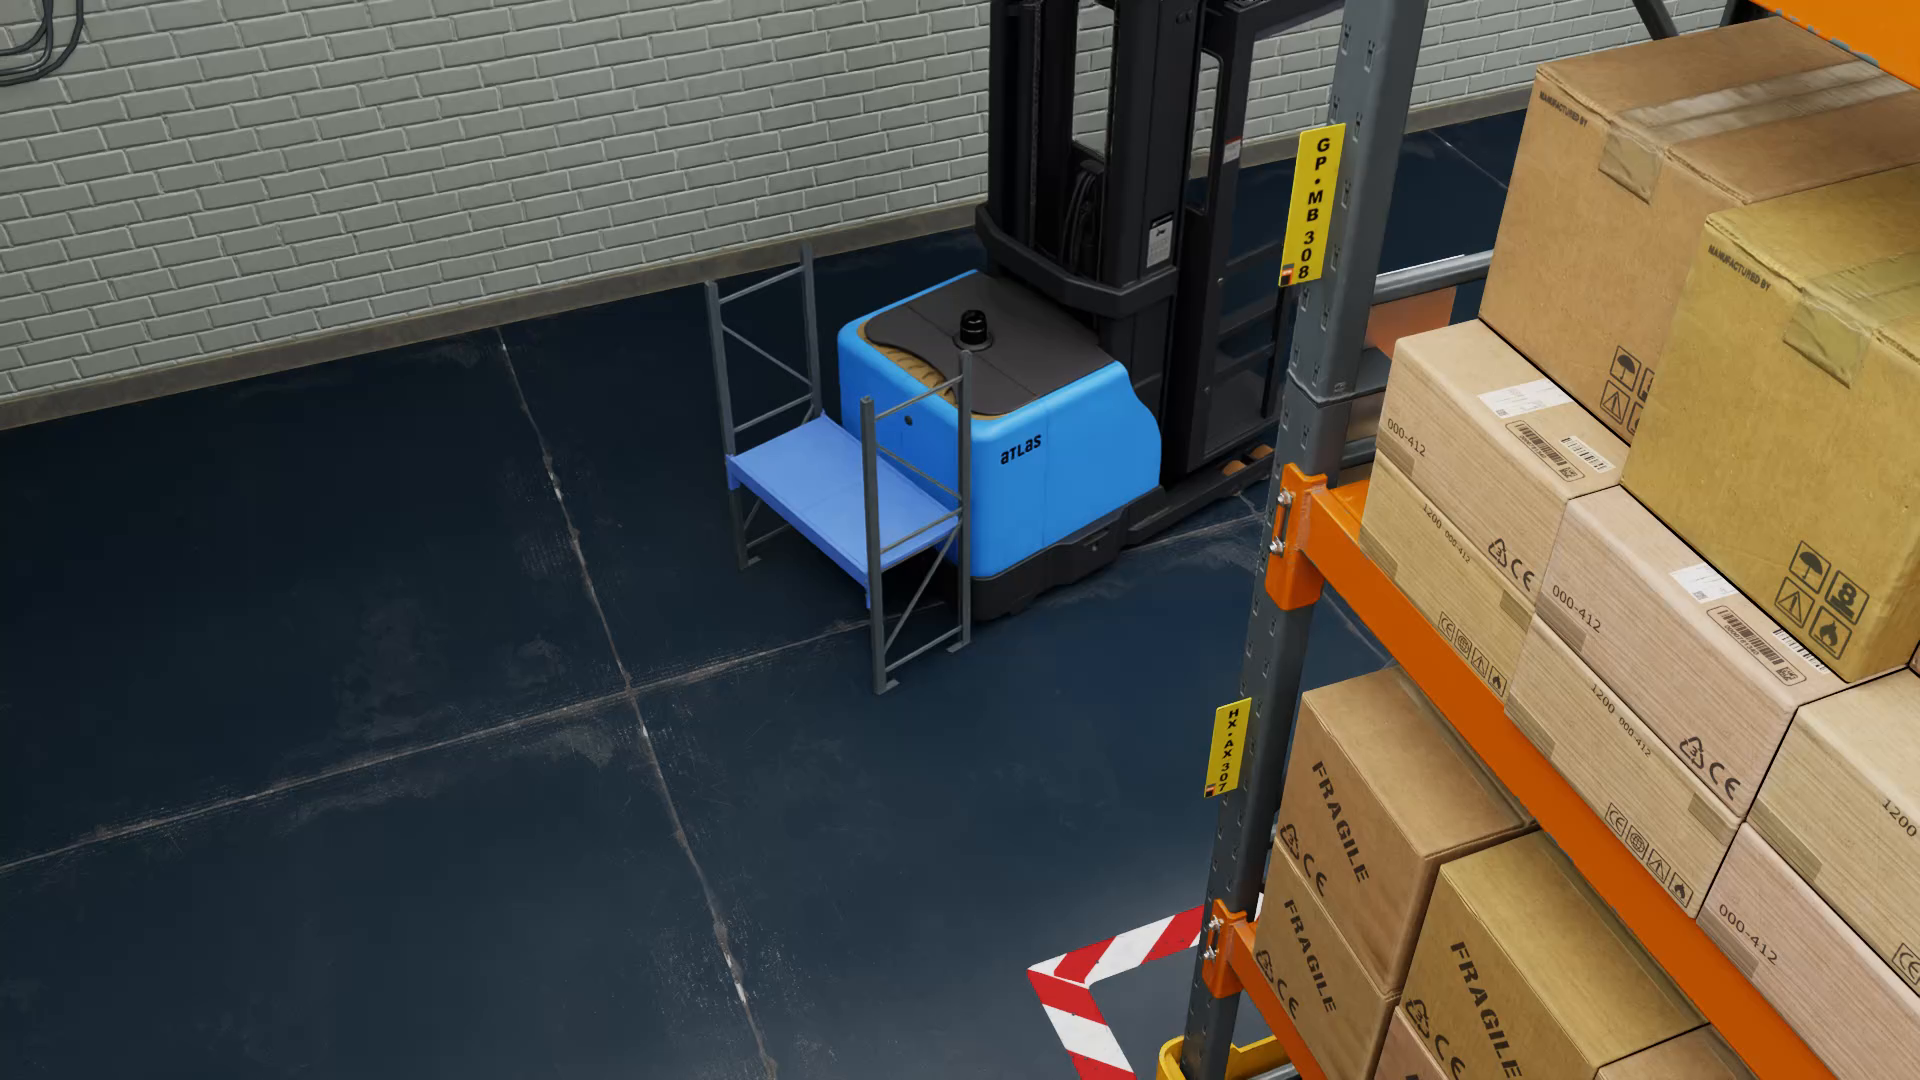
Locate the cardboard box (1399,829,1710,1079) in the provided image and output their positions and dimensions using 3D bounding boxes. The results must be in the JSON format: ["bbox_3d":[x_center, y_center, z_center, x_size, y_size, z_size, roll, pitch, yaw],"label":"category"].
[{"bbox_3d":[1.297,0.937,3.435,0.500,0.500,0.500,-15,43,-16],"label":"cardboard box"}]

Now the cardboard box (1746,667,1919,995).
[{"bbox_3d":[1.502,0.415,2.316,0.500,0.250,0.500,-15,43,-17],"label":"cardboard box"}]

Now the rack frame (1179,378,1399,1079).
[{"bbox_3d":[1.164,0.708,4.545,1.000,3.000,0.127,-15,43,-17],"label":"rack frame"}]

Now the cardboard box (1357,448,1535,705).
[{"bbox_3d":[1.126,0.001,3.182,0.500,0.250,0.500,-15,43,-17],"label":"cardboard box"}]

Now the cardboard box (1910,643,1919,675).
[{"bbox_3d":[1.779,0.056,2.159,0.700,0.500,0.500,-15,43,-17],"label":"cardboard box"}]

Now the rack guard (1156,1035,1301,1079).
[{"bbox_3d":[1.193,1.702,5.306,1.175,0.500,0.348,-15,43,-17],"label":"rack guard"}]

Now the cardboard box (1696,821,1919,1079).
[{"bbox_3d":[1.498,0.606,2.478,0.500,0.250,0.500,-15,43,-17],"label":"cardboard box"}]

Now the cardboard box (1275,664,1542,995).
[{"bbox_3d":[1.090,0.624,3.799,0.500,0.500,0.500,-14,43,-16],"label":"cardboard box"}]

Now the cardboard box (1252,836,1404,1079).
[{"bbox_3d":[1.090,1.003,4.125,0.500,0.500,0.500,-14,43,-16],"label":"cardboard box"}]

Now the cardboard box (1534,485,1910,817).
[{"bbox_3d":[1.305,0.115,2.665,0.500,0.250,0.500,-15,43,-17],"label":"cardboard box"}]

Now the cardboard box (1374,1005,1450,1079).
[{"bbox_3d":[1.292,1.313,3.765,0.500,0.500,0.500,-16,43,-17],"label":"cardboard box"}]

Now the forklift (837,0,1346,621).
[{"bbox_3d":[0.923,-1.565,7.240,3.031,2.935,1.130,-28,48,-28],"label":"forklift"}]

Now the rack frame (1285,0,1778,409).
[{"bbox_3d":[1.164,-1.567,2.589,1.000,3.000,0.127,-15,43,-17],"label":"rack frame"}]

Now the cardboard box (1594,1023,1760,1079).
[{"bbox_3d":[1.484,1.240,3.083,0.500,0.500,0.500,-15,43,-16],"label":"cardboard box"}]

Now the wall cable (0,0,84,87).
[{"bbox_3d":[-5.245,-2.647,6.227,3.097,2.526,0.112,-15,43,-17],"label":"wall cable"}]

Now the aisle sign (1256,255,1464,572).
[{"bbox_3d":[0.867,-0.245,3.660,0.394,0.787,0.004,-15,43,-17],"label":"aisle sign"}]

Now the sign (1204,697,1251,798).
[{"bbox_3d":[0.663,0.515,4.105,0.100,0.325,0.005,-15,43,-17],"label":"sign"}]

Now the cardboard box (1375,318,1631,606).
[{"bbox_3d":[1.120,-0.187,3.017,0.500,0.250,0.500,-15,43,-17],"label":"cardboard box"}]

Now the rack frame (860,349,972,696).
[{"bbox_3d":[-0.158,-0.031,6.554,0.500,1.500,0.032,-28,48,-29],"label":"rack frame"}]

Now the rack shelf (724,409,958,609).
[{"bbox_3d":[-0.482,-0.150,6.968,0.538,0.185,1.000,-28,48,-29],"label":"rack shelf"}]

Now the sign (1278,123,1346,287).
[{"bbox_3d":[0.663,-0.625,3.124,0.100,0.325,0.005,-15,43,-17],"label":"sign"}]

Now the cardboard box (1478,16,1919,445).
[{"bbox_3d":[1.376,-0.541,2.853,0.700,0.500,0.500,-15,43,-17],"label":"cardboard box"}]

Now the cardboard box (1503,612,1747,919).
[{"bbox_3d":[1.305,0.305,2.828,0.500,0.250,0.500,-15,43,-17],"label":"cardboard box"}]

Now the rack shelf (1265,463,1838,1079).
[{"bbox_3d":[1.929,1.048,2.400,1.077,0.370,4.000,-15,43,-17],"label":"rack shelf"}]

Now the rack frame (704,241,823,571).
[{"bbox_3d":[-0.807,-0.541,7.148,0.500,1.500,0.032,-28,48,-29],"label":"rack frame"}]

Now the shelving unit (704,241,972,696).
[{"bbox_3d":[-0.482,-0.286,6.851,0.538,1.500,1.048,-28,48,-29],"label":"shelving unit"}]

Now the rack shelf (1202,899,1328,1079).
[{"bbox_3d":[1.929,2.186,3.378,1.077,0.370,4.000,-15,43,-17],"label":"rack shelf"}]

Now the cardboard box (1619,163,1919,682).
[{"bbox_3d":[1.489,-0.219,2.478,0.700,0.500,0.500,-15,43,-17],"label":"cardboard box"}]
